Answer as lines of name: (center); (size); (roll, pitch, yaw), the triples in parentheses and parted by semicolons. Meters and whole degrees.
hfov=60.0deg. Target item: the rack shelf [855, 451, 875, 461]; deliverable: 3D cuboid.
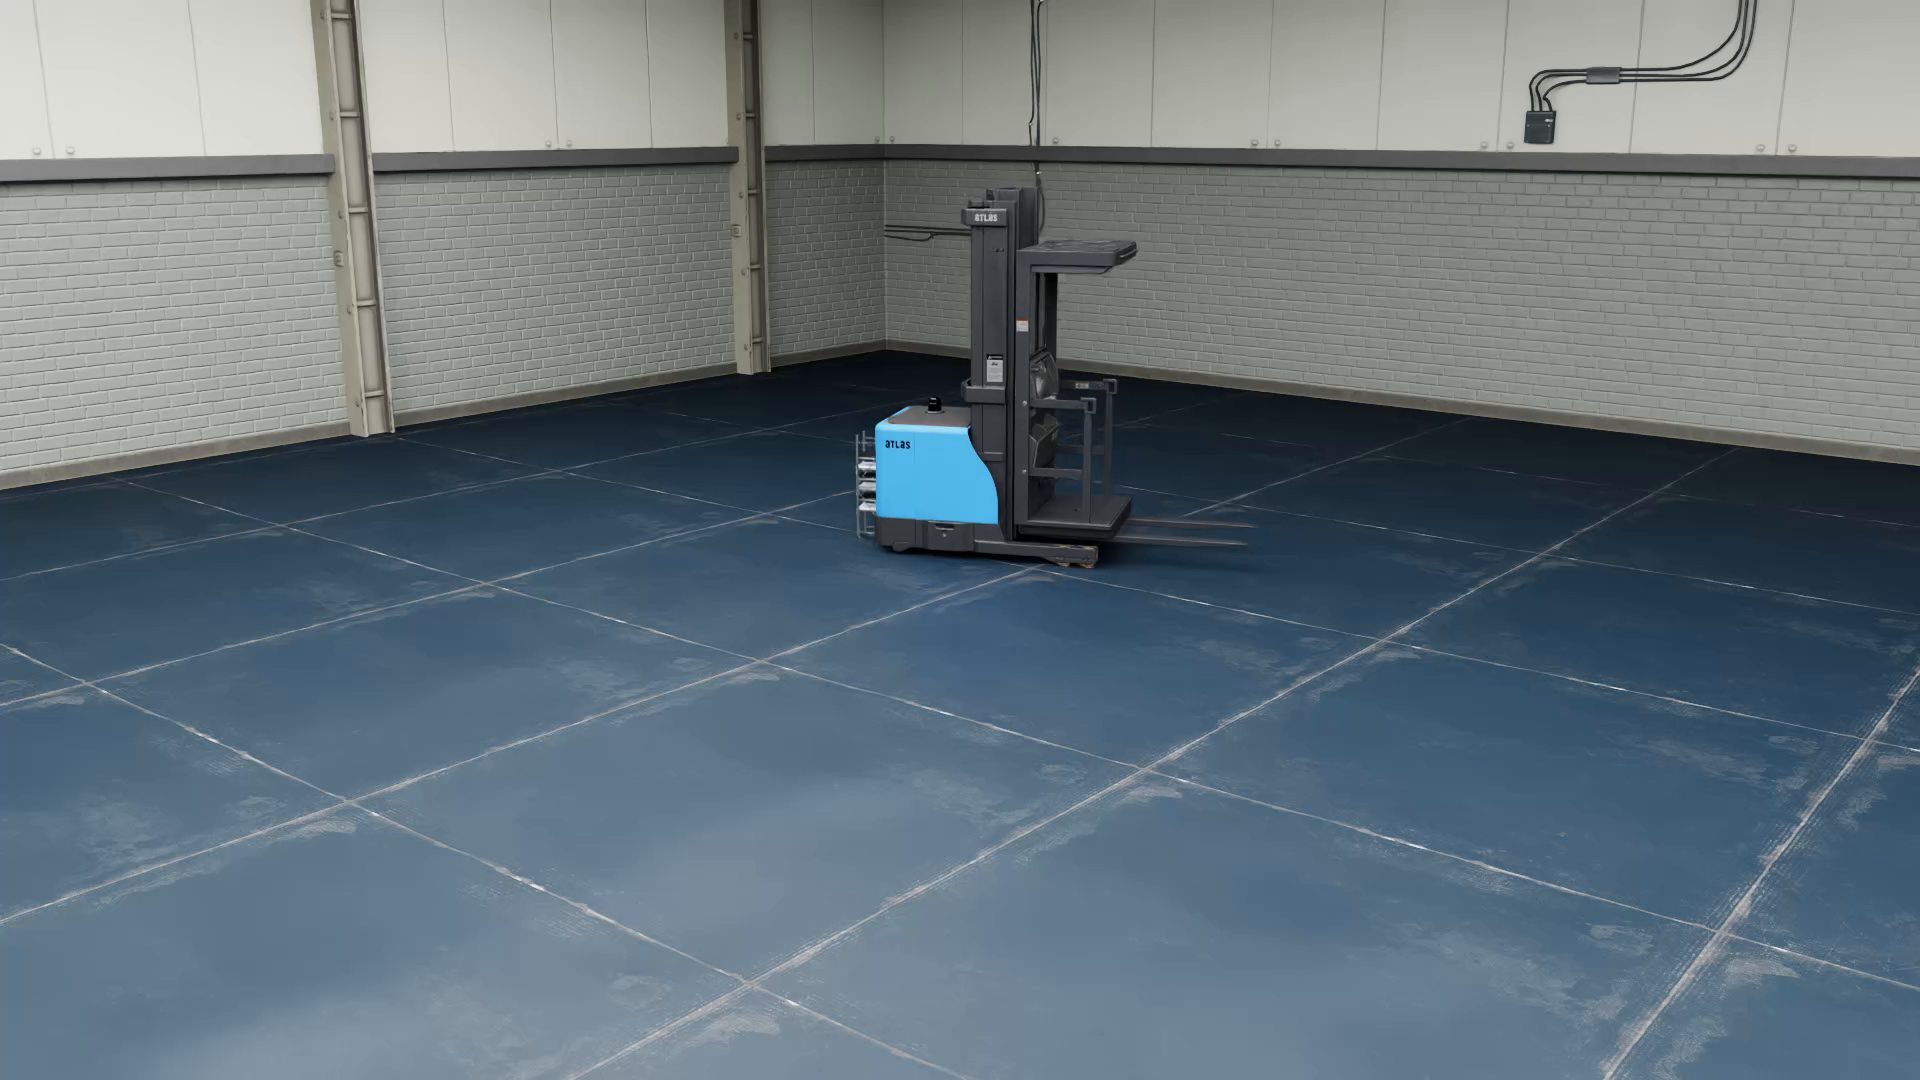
rack shelf: (-0.734, -0.693, 14.061); (0.258, 0.077, 0.200); (3, 15, 13)

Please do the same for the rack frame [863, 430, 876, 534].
rack frame: (-0.710, -0.488, 14.215); (0.240, 0.900, 0.006); (3, 15, 13)

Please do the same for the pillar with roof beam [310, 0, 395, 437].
pillar with roof beam: (-3.334, -4.913, 15.186); (9.100, 9.000, 0.400); (11, 18, 38)

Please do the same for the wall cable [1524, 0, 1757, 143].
wall cable: (7.343, -7.264, 17.533); (2.305, 6.003, 0.169); (11, 18, 38)

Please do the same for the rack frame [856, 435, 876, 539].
rack frame: (-0.757, -0.439, 14.024); (0.240, 0.900, 0.006); (3, 15, 13)

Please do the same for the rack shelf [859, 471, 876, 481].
rack shelf: (-0.734, -0.518, 14.105); (0.258, 0.077, 0.200); (3, 15, 13)

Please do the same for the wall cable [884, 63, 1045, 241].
wall cable: (-0.031, -5.583, 24.129); (3.097, 2.526, 0.112); (11, 18, 38)

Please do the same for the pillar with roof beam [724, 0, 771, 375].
pillar with roof beam: (0.437, -6.062, 19.709); (9.100, 9.000, 0.400); (11, 18, 38)

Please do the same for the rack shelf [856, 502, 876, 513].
rack shelf: (-0.734, -0.257, 14.172); (0.258, 0.077, 0.200); (3, 15, 13)

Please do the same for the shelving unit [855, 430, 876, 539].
shelving unit: (-0.734, -0.463, 14.119); (0.258, 0.900, 0.210); (3, 15, 13)

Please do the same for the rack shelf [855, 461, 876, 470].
rack shelf: (-0.734, -0.606, 14.083); (0.258, 0.077, 0.200); (3, 15, 13)

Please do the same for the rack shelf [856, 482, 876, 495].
rack shelf: (-0.734, -0.431, 14.128); (0.258, 0.077, 0.200); (3, 15, 13)

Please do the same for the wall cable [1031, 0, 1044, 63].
wall cable: (2.073, -7.612, 21.859); (3.097, 2.526, 0.112); (11, 18, 38)

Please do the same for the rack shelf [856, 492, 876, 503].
rack shelf: (-0.734, -0.344, 14.150); (0.258, 0.077, 0.200); (3, 15, 13)

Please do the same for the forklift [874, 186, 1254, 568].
forklift: (0.870, -1.343, 13.458); (3.031, 2.935, 1.130); (4, 15, 14)
